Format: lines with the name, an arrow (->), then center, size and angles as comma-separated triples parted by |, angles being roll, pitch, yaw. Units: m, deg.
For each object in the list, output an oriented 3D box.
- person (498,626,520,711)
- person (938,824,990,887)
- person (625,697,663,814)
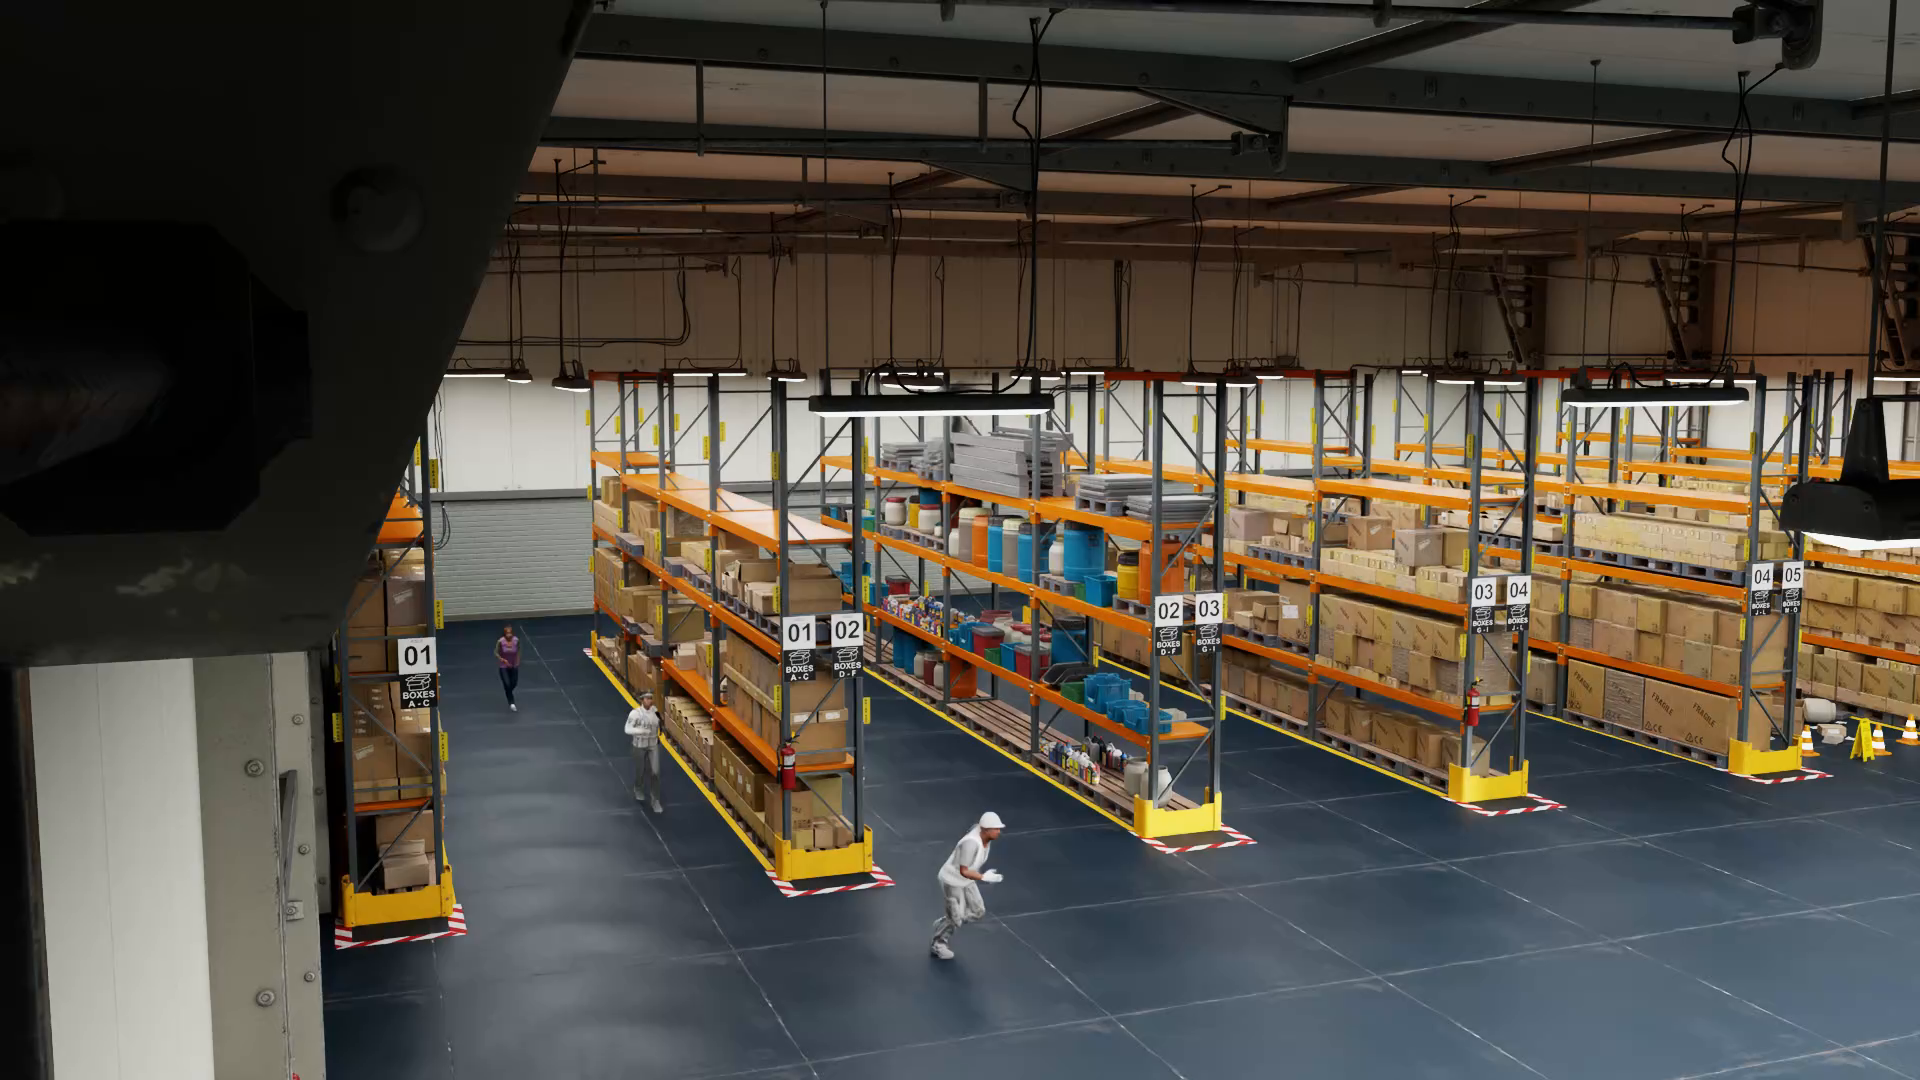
person -> -8.055, 2.275, 29.680 | 0.473, 1.539, 0.688 | -2, 7, -21
person -> 0.046, 3.303, 17.407 | 0.512, 0.619, 0.675 | 2, 7, 21
person -> -4.413, 2.932, 23.208 | 0.583, 1.705, 0.802 | -4, 7, -30
